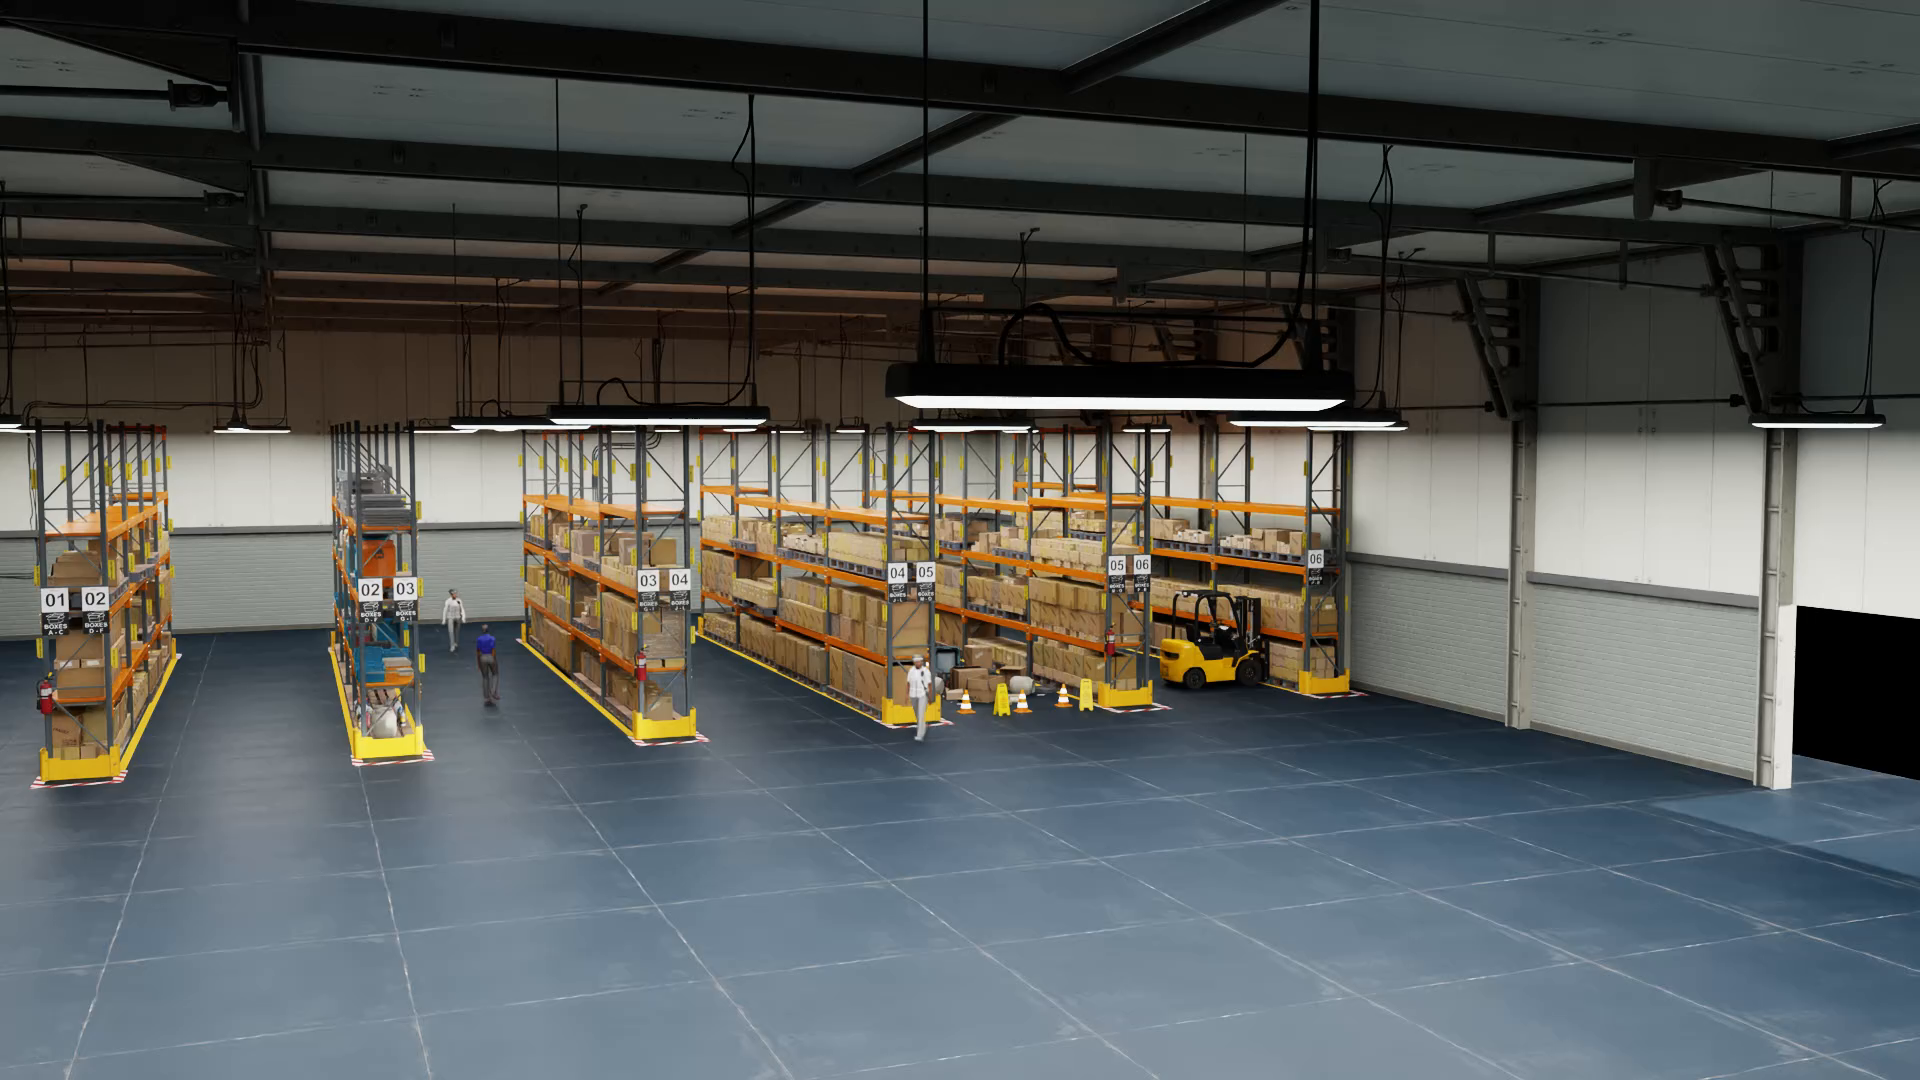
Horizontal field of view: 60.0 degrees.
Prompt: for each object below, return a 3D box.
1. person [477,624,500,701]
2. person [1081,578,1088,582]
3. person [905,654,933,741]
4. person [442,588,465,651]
[{"bbox_3d":[-10.211,2.659,35.951,0.472,1.644,0.518,-1,4,-10],"label":"person"},{"bbox_3d":[3.379,1.860,44.593,0.588,1.752,0.613,-3,5,-41],"label":"person"},{"bbox_3d":[-0.766,2.939,31.249,0.504,1.608,1.064,2,4,25],"label":"person"},{"bbox_3d":[-13.529,2.102,44.468,0.562,1.620,1.015,-2,4,-28],"label":"person"}]
